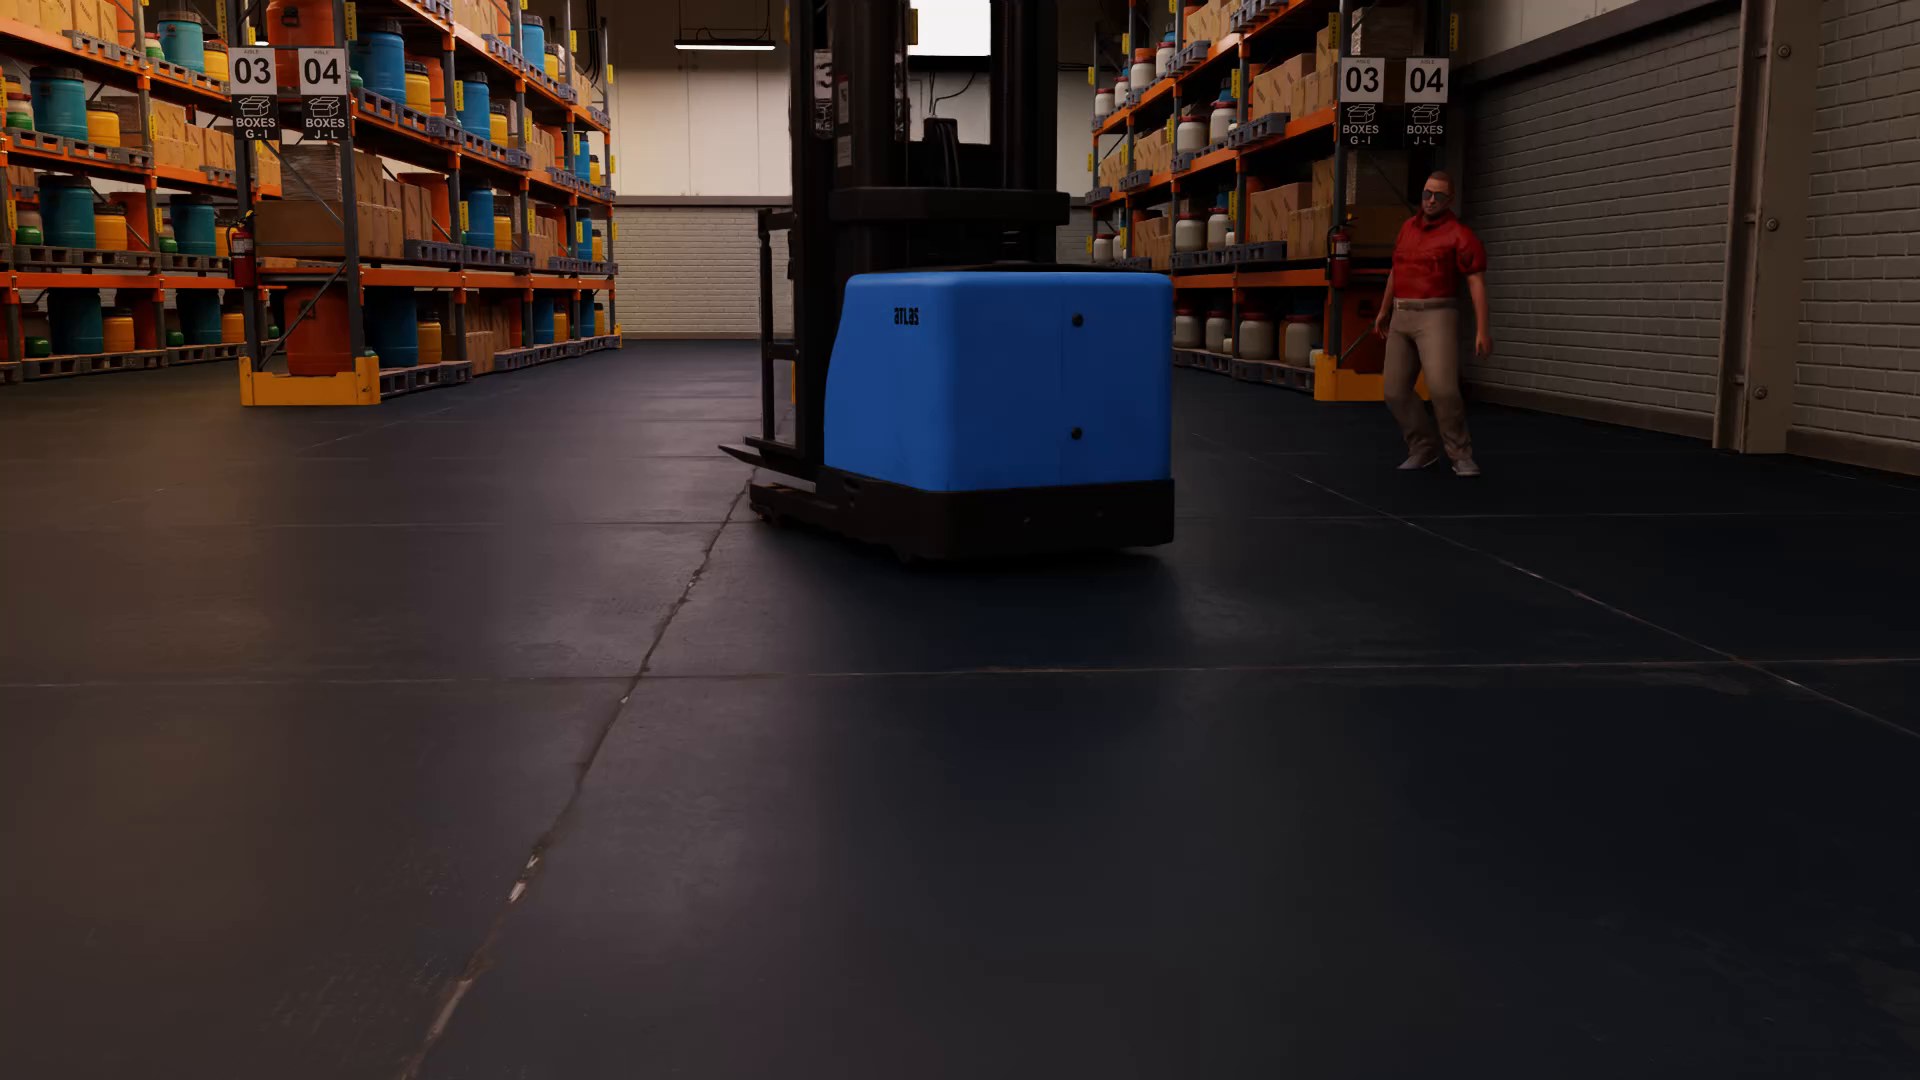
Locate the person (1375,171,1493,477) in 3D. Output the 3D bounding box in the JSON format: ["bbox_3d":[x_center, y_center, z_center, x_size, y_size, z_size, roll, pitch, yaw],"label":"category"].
[{"bbox_3d":[2.660,-1.197,9.390,0.476,1.717,0.896,-5,10,-29],"label":"person"}]

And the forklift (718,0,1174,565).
[{"bbox_3d":[-0.285,-1.537,7.182,1.130,2.935,3.031,-4,9,-25],"label":"forklift"}]
